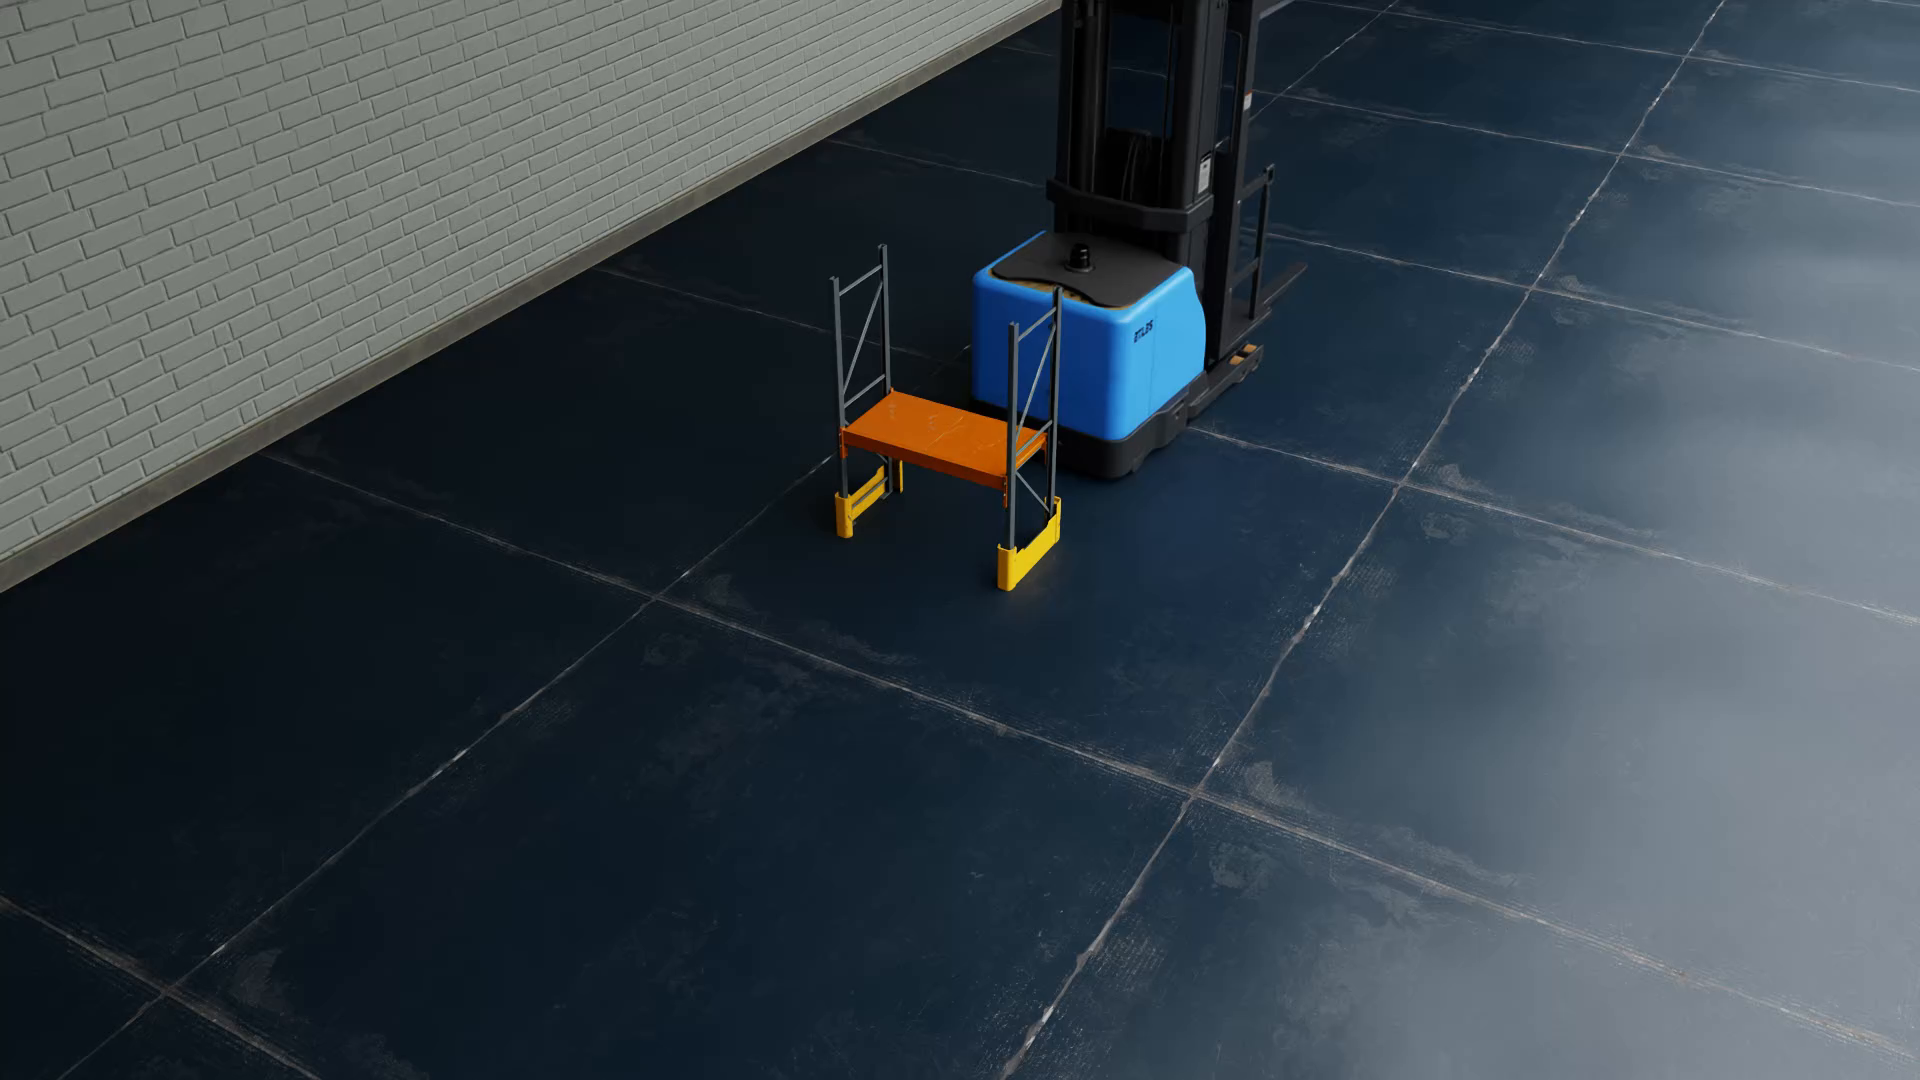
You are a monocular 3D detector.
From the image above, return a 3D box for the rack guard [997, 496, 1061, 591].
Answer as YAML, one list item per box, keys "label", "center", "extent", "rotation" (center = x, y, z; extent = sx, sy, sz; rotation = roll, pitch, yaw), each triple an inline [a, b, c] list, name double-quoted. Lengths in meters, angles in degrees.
- label: "rack guard"
  center: [0.366, 0.012, 8.778]
  extent: [0.087, 0.250, 0.587]
  rotation: [18, 37, 24]

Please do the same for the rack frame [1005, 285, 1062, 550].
- label: "rack frame"
  center: [0.367, -0.508, 8.431]
  extent: [0.032, 1.500, 0.500]
  rotation: [18, 37, 24]

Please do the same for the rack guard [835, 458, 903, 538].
- label: "rack guard"
  center: [-0.499, -0.262, 9.189]
  extent: [0.087, 0.250, 0.587]
  rotation: [18, 37, 24]

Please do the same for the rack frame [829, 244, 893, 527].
- label: "rack frame"
  center: [-0.515, -0.788, 8.850]
  extent: [0.032, 1.500, 0.500]
  rotation: [18, 37, 24]

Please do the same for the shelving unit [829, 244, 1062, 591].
- label: "shelving unit"
  center: [-0.066, -0.645, 8.637]
  extent: [1.083, 1.500, 0.587]
  rotation: [18, 37, 24]

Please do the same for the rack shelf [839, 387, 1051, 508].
- label: "rack shelf"
  center: [-0.074, -0.498, 8.740]
  extent: [1.000, 0.185, 0.538]
  rotation: [18, 37, 24]

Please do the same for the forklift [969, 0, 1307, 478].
- label: "forklift"
  center: [1.286, -2.347, 9.901]
  extent: [1.130, 2.935, 3.031]
  rotation: [20, 39, 27]
